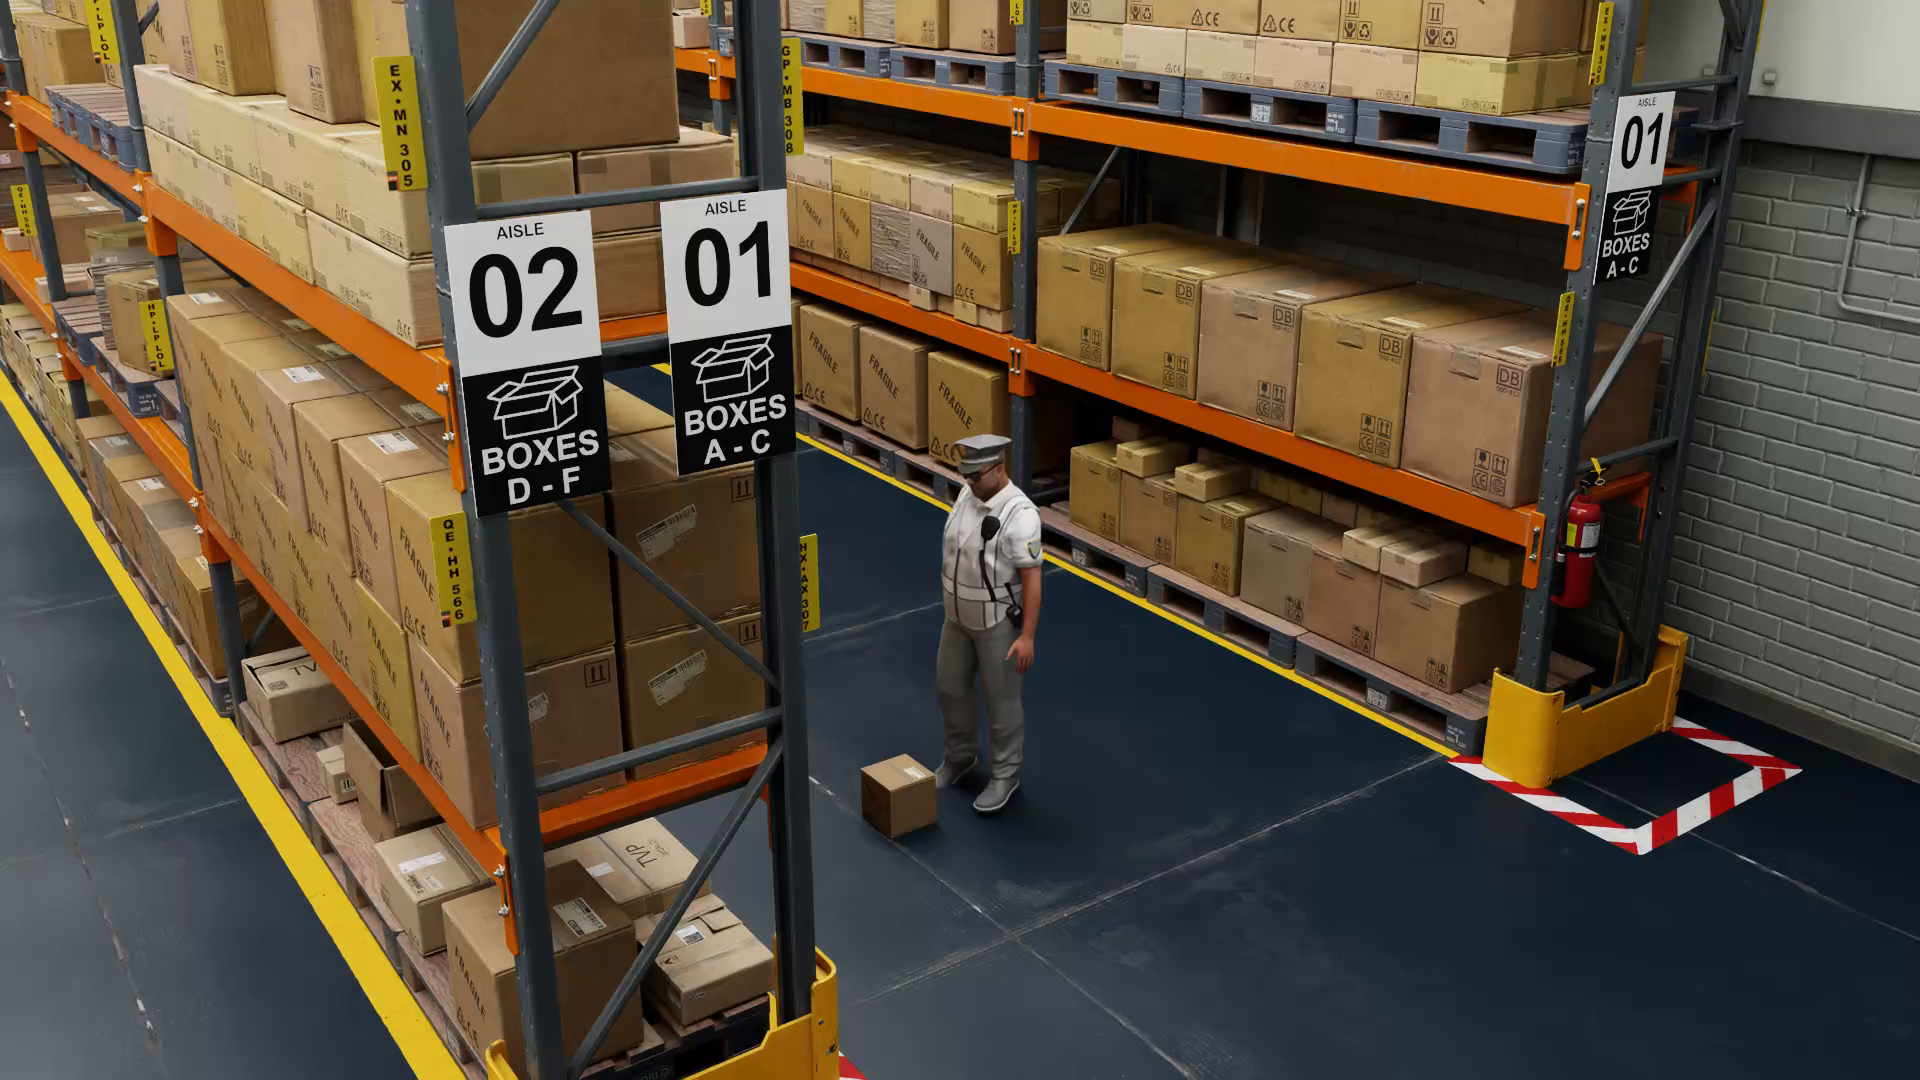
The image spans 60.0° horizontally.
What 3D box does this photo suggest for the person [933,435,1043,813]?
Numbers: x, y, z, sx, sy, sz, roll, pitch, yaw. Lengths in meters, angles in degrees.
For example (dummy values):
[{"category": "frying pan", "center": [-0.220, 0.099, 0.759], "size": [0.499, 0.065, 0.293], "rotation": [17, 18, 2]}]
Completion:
[{"category": "person", "center": [0.131, 0.390, 7.602], "size": [0.435, 1.795, 0.615], "rotation": [-19, 28, -39]}]
